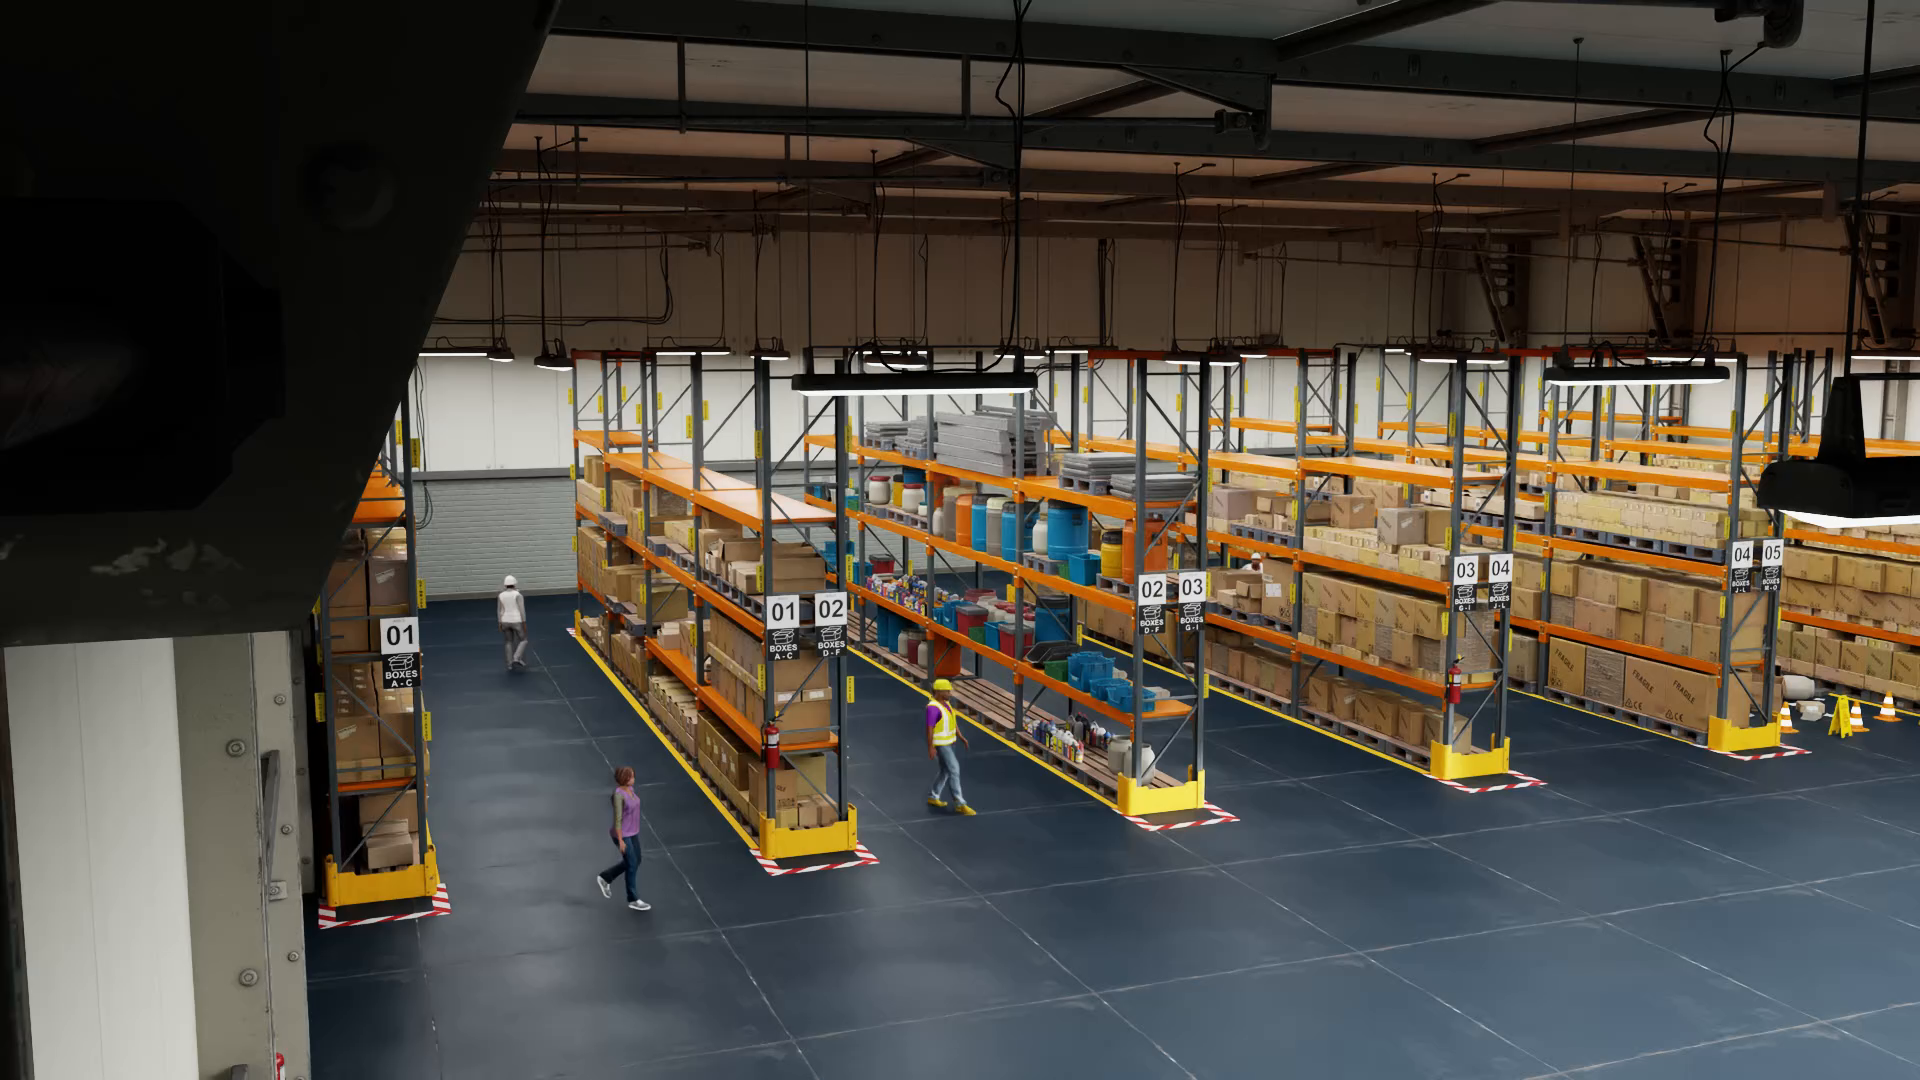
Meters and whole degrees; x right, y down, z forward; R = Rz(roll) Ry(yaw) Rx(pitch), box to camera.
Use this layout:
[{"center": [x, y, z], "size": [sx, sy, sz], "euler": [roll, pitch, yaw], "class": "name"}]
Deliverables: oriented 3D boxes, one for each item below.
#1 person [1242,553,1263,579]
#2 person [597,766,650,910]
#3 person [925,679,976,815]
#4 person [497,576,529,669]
[{"center": [6.301, 1.084, 35.553], "size": [0.728, 1.682, 0.651], "euler": [-2, 7, -12], "class": "person"}, {"center": [-3.710, 3.266, 18.355], "size": [0.669, 1.576, 0.474], "euler": [1, 7, 11], "class": "person"}, {"center": [-0.104, 2.736, 22.148], "size": [0.796, 1.764, 0.599], "euler": [3, 8, 20], "class": "person"}, {"center": [-8.455, 1.559, 31.365], "size": [0.567, 1.776, 0.479], "euler": [1, 7, 11], "class": "person"}]
